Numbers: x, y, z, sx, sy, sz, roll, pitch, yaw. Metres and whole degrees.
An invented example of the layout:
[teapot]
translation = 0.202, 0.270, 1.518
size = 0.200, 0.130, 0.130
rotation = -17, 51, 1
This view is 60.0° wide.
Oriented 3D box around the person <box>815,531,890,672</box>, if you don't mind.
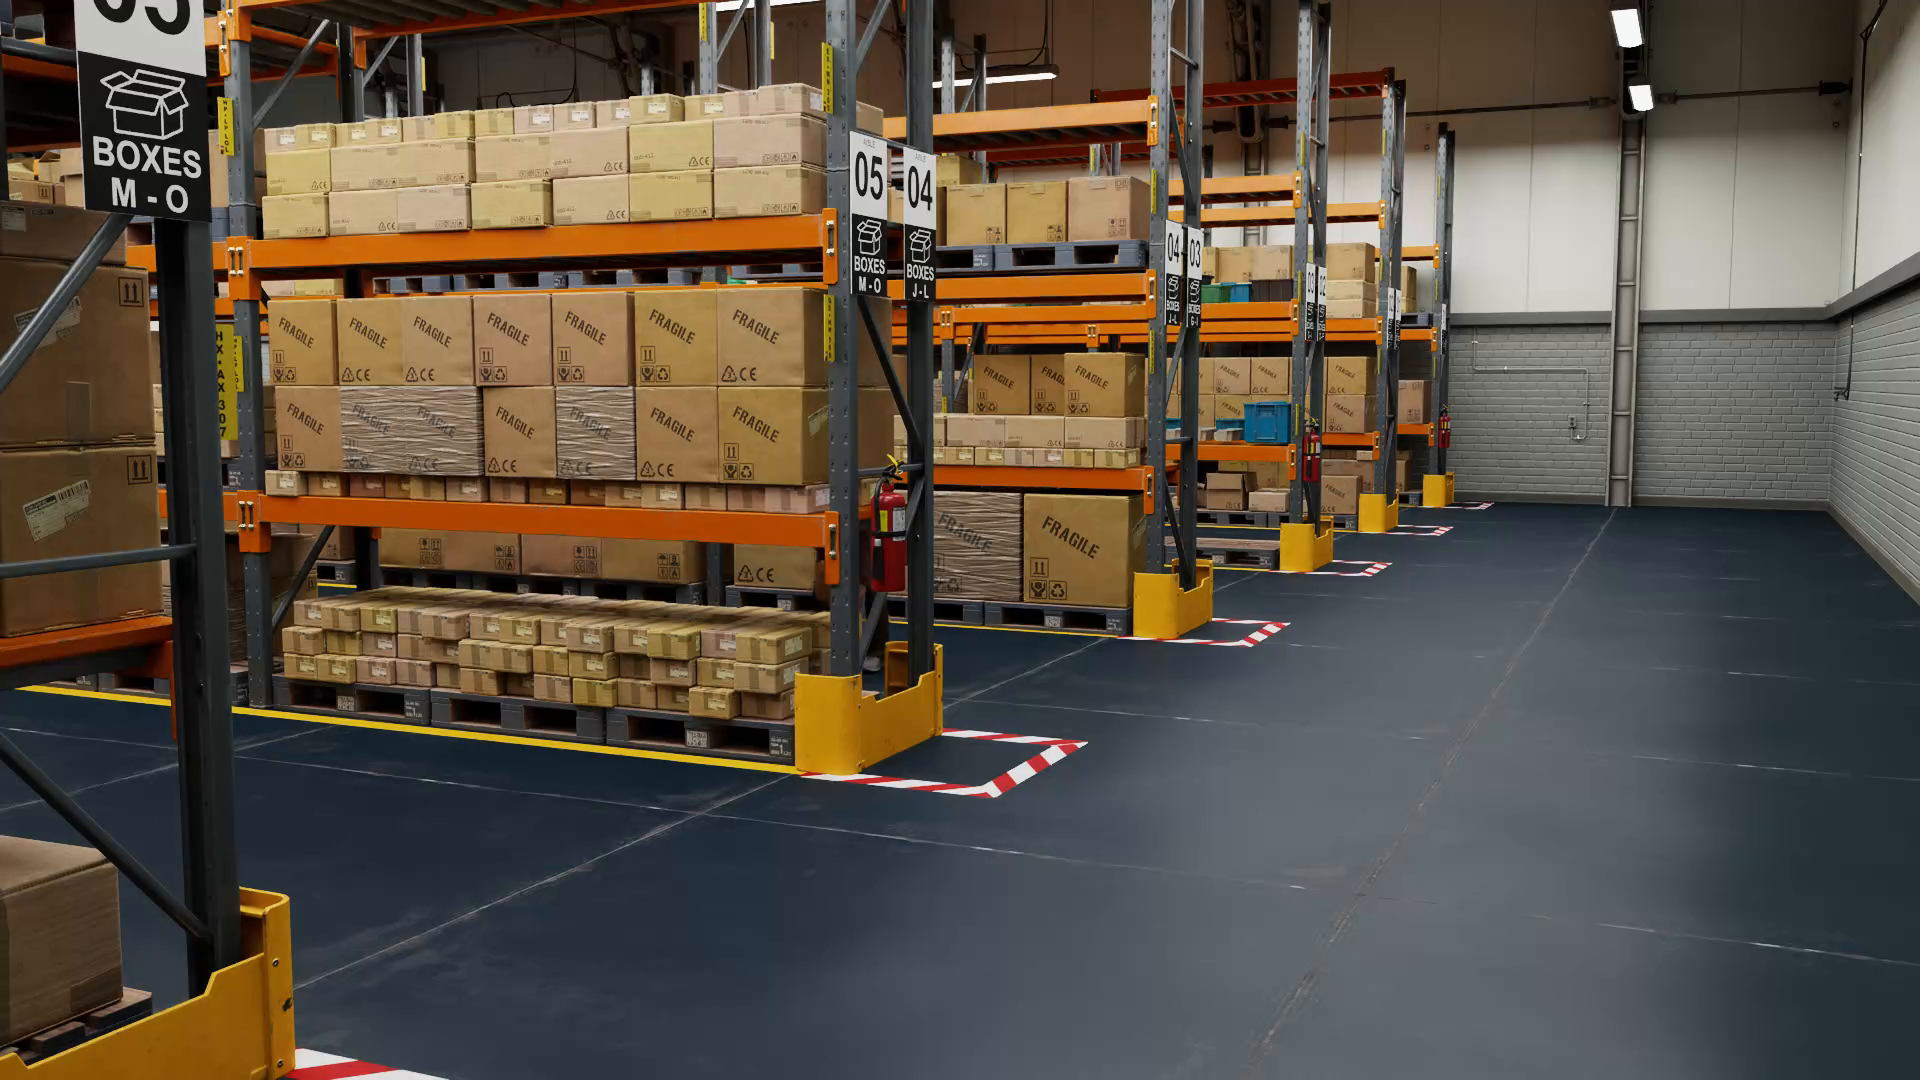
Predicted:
[person]
translation = -0.748, 0.191, 11.291
size = 0.541, 1.435, 0.859
rotation = 2, 6, 22
